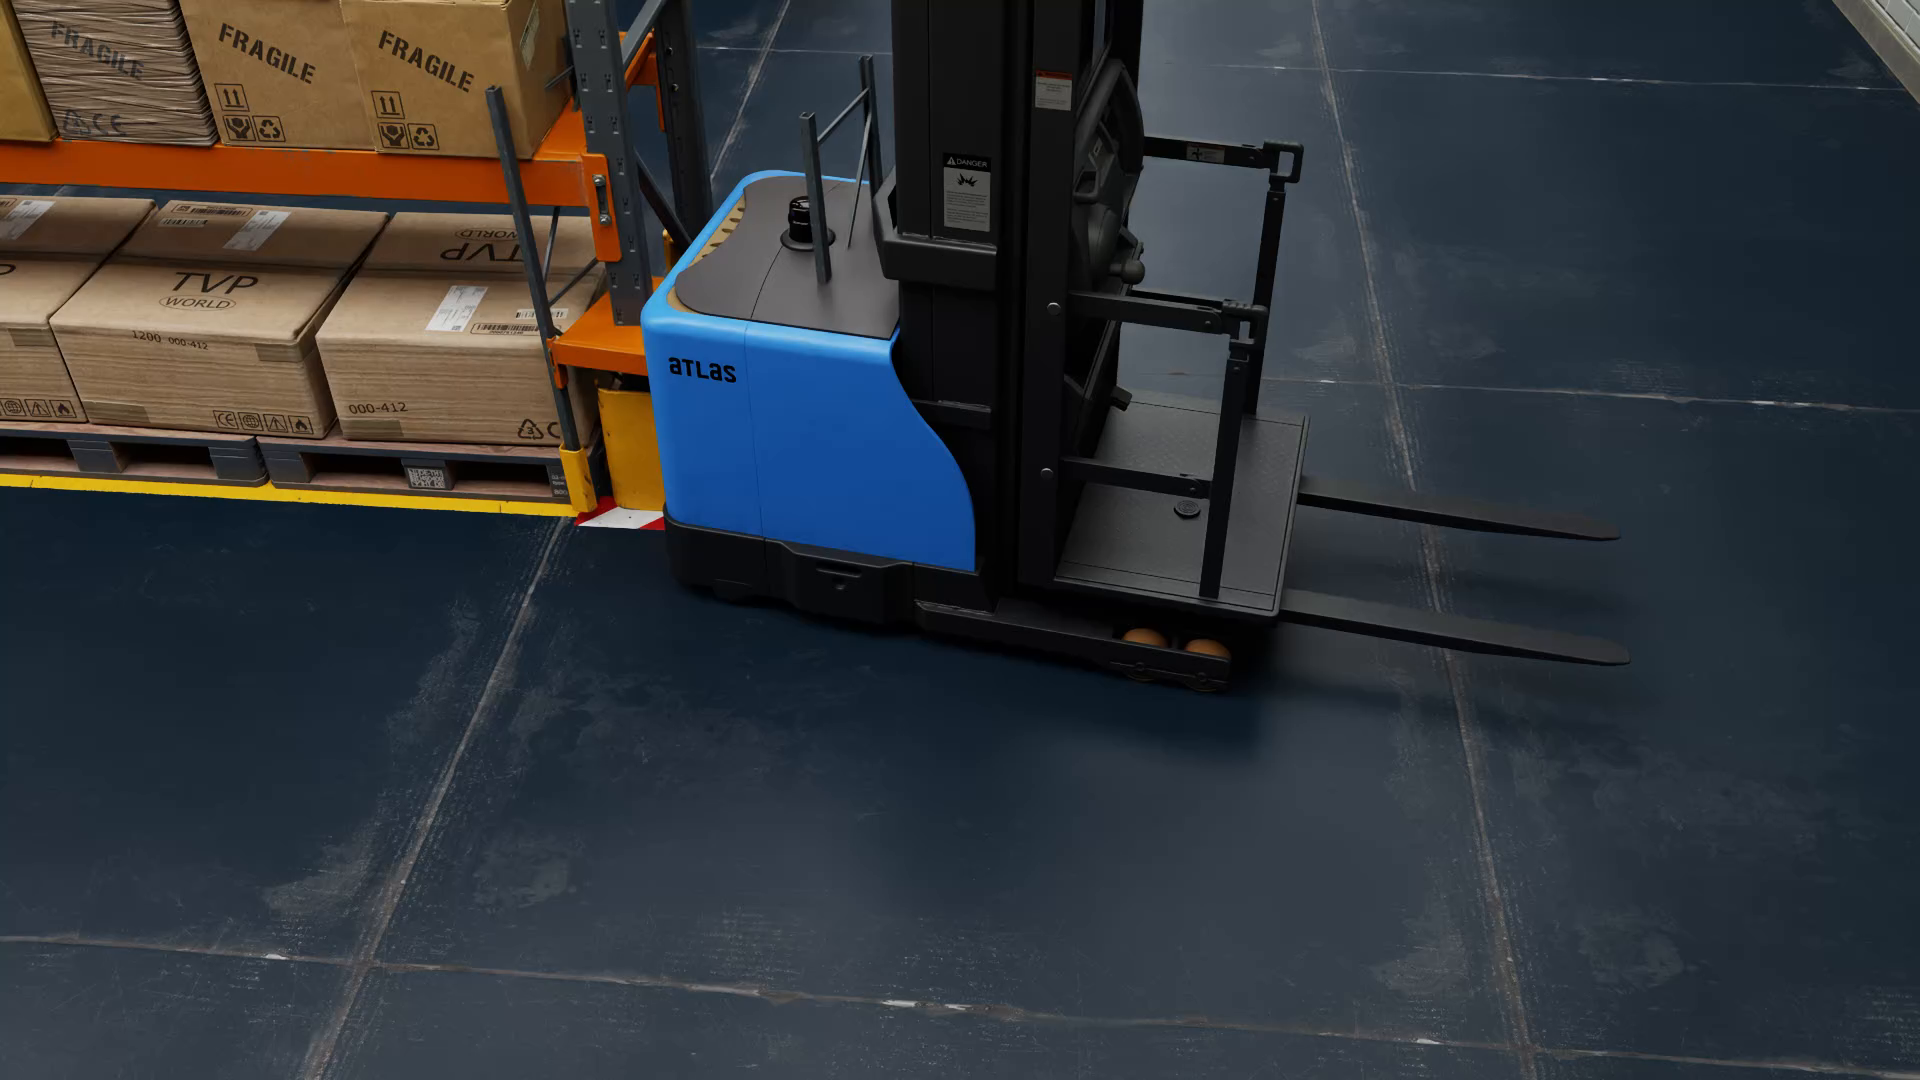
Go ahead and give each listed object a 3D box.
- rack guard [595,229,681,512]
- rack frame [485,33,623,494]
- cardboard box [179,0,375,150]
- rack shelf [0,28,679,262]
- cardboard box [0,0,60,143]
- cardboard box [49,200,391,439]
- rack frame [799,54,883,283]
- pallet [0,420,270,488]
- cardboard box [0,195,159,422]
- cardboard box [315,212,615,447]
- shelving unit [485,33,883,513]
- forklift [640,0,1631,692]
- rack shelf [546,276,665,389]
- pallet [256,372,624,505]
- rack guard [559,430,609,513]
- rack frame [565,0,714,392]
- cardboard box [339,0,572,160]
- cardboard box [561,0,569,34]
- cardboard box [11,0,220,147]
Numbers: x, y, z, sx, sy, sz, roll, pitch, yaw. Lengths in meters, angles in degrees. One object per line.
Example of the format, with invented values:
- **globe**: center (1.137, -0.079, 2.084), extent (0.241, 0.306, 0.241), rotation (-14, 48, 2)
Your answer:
- **rack guard**: center (-1.017, -0.664, 6.170), extent (0.348, 0.500, 1.175), rotation (3, 39, 4)
- **rack frame**: center (-1.282, -0.873, 5.569), extent (0.032, 1.500, 0.500), rotation (9, 38, 17)
- **cardboard box**: center (-2.043, -1.571, 5.224), extent (0.500, 0.500, 0.500), rotation (2, 39, 3)
- **rack shelf**: center (-3.034, -1.465, 5.744), extent (4.000, 0.370, 1.077), rotation (3, 39, 4)
- **cardboard box**: center (-3.072, -1.612, 5.276), extent (0.500, 0.500, 0.500), rotation (4, 39, 5)
- **cardboard box**: center (-2.620, -0.822, 6.081), extent (0.875, 0.438, 0.875), rotation (4, 39, 5)
- **rack frame**: center (-0.320, -0.719, 5.279), extent (0.032, 1.500, 0.500), rotation (9, 38, 17)
- **pallet**: center (-3.057, -0.616, 6.340), extent (1.213, 0.211, 1.003), rotation (3, 39, 4)
- **cardboard box**: center (-3.518, -0.872, 6.142), extent (0.875, 0.438, 0.875), rotation (2, 39, 3)
- **cardboard box**: center (-1.707, -0.777, 6.026), extent (0.875, 0.438, 0.875), rotation (2, 39, 2)
- **shelving unit**: center (-0.792, -0.795, 5.421), extent (1.083, 1.500, 0.587), rotation (9, 38, 17)
- **forklift**: center (0.611, -1.038, 4.704), extent (3.031, 2.935, 1.130), rotation (9, 40, 11)
- **rack shelf**: center (-0.792, -0.651, 5.530), extent (1.000, 0.185, 0.538), rotation (9, 38, 17)
- **pallet**: center (-1.845, -0.548, 6.256), extent (1.213, 0.211, 1.003), rotation (3, 39, 4)
- **rack guard**: center (-1.232, -0.367, 5.933), extent (0.087, 0.250, 0.587), rotation (9, 38, 17)
- **rack frame**: center (-1.041, -1.635, 5.383), extent (0.127, 3.000, 1.000), rotation (3, 39, 4)
- **cardboard box**: center (-1.545, -1.534, 5.179), extent (0.500, 0.500, 0.500), rotation (3, 39, 4)
- **cardboard box**: center (-1.495, -1.881, 5.605), extent (0.500, 0.500, 0.500), rotation (3, 39, 3)
- **cardboard box**: center (-2.557, -1.592, 5.251), extent (0.500, 0.500, 0.500), rotation (4, 39, 5)
